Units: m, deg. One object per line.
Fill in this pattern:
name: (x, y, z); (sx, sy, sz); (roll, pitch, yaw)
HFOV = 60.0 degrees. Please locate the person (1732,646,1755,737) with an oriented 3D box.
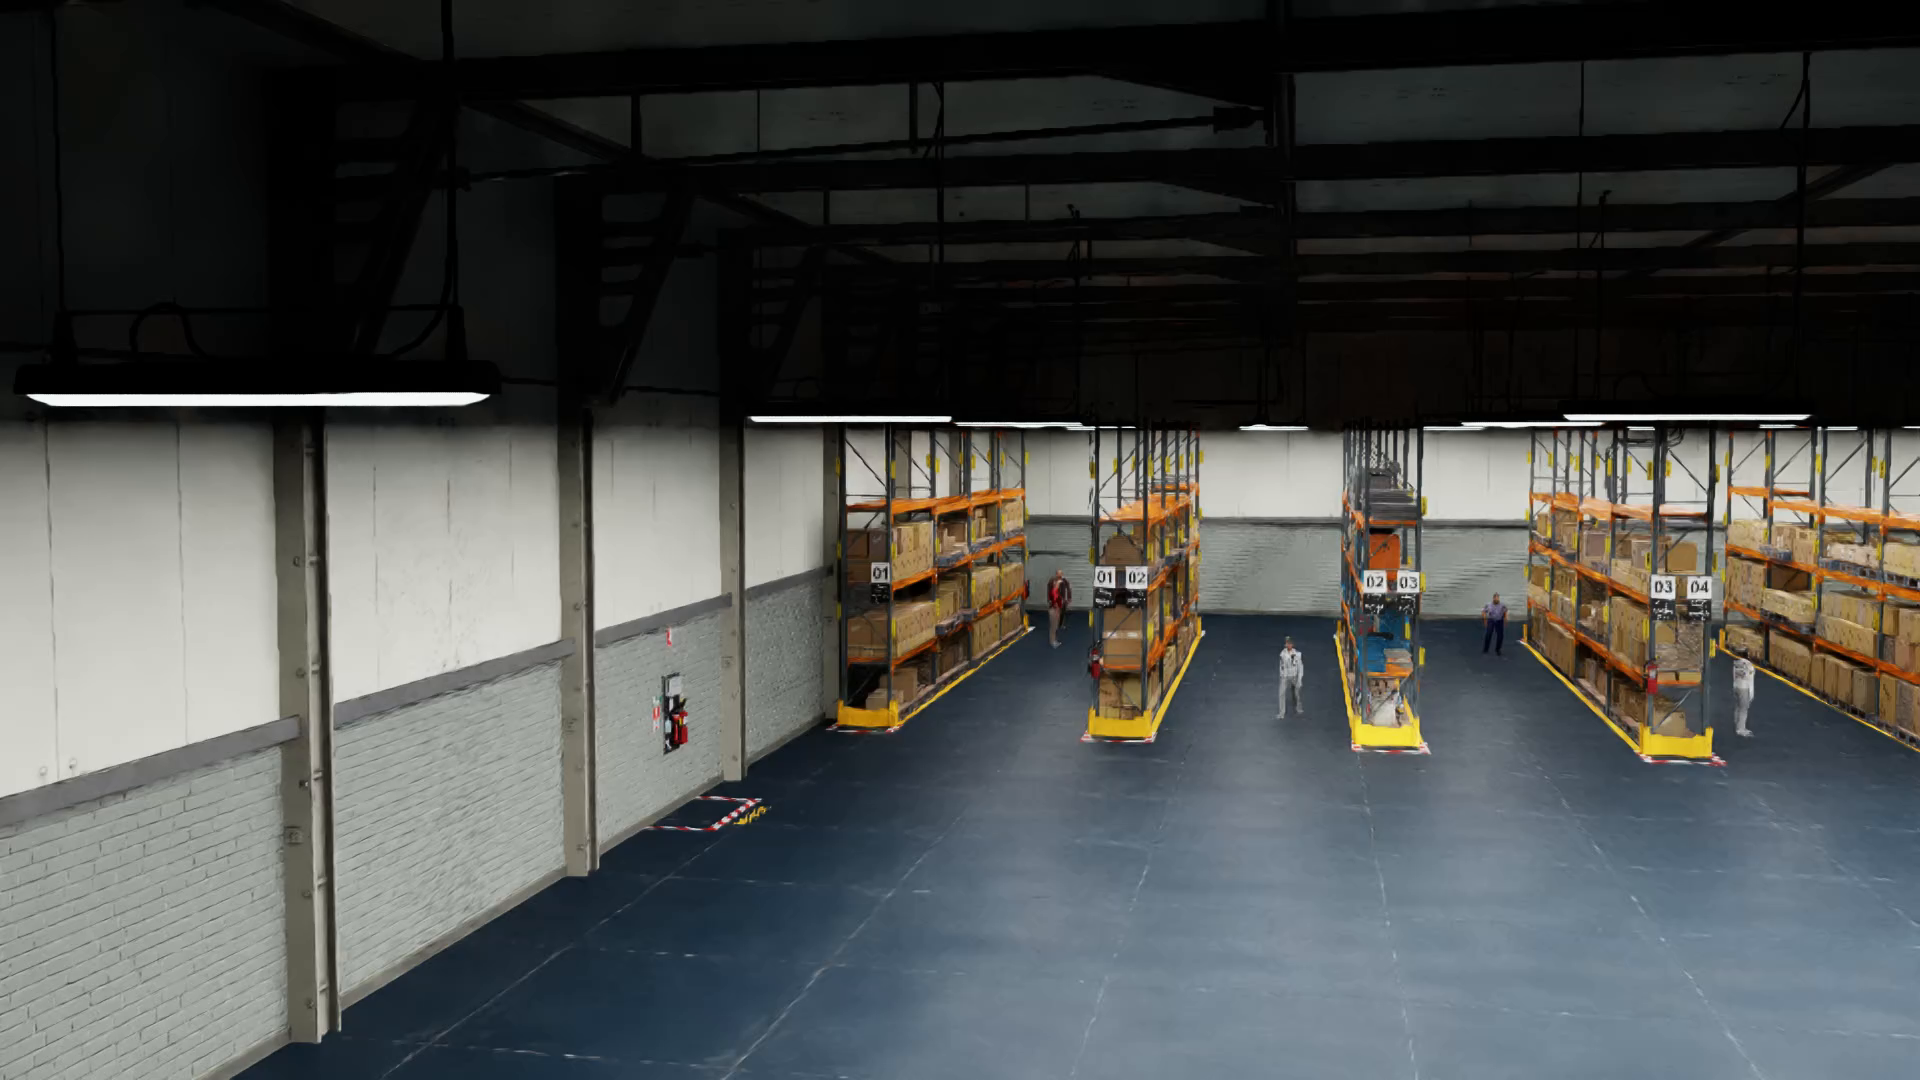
person: (14.792, 2.840, 31.334); (0.405, 1.680, 0.541); (-1, 4, -10)

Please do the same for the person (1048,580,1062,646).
person: (2.569, 1.954, 44.589); (0.380, 1.740, 0.619); (0, 4, -4)

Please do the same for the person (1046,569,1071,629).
person: (2.894, 1.705, 48.598); (0.731, 1.741, 0.767); (0, 4, 3)

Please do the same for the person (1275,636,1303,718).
person: (6.658, 2.730, 33.396); (0.503, 1.637, 0.909); (2, 4, 27)

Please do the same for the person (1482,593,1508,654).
person: (13.781, 2.202, 42.892); (0.607, 1.495, 0.513); (1, 4, 10)
